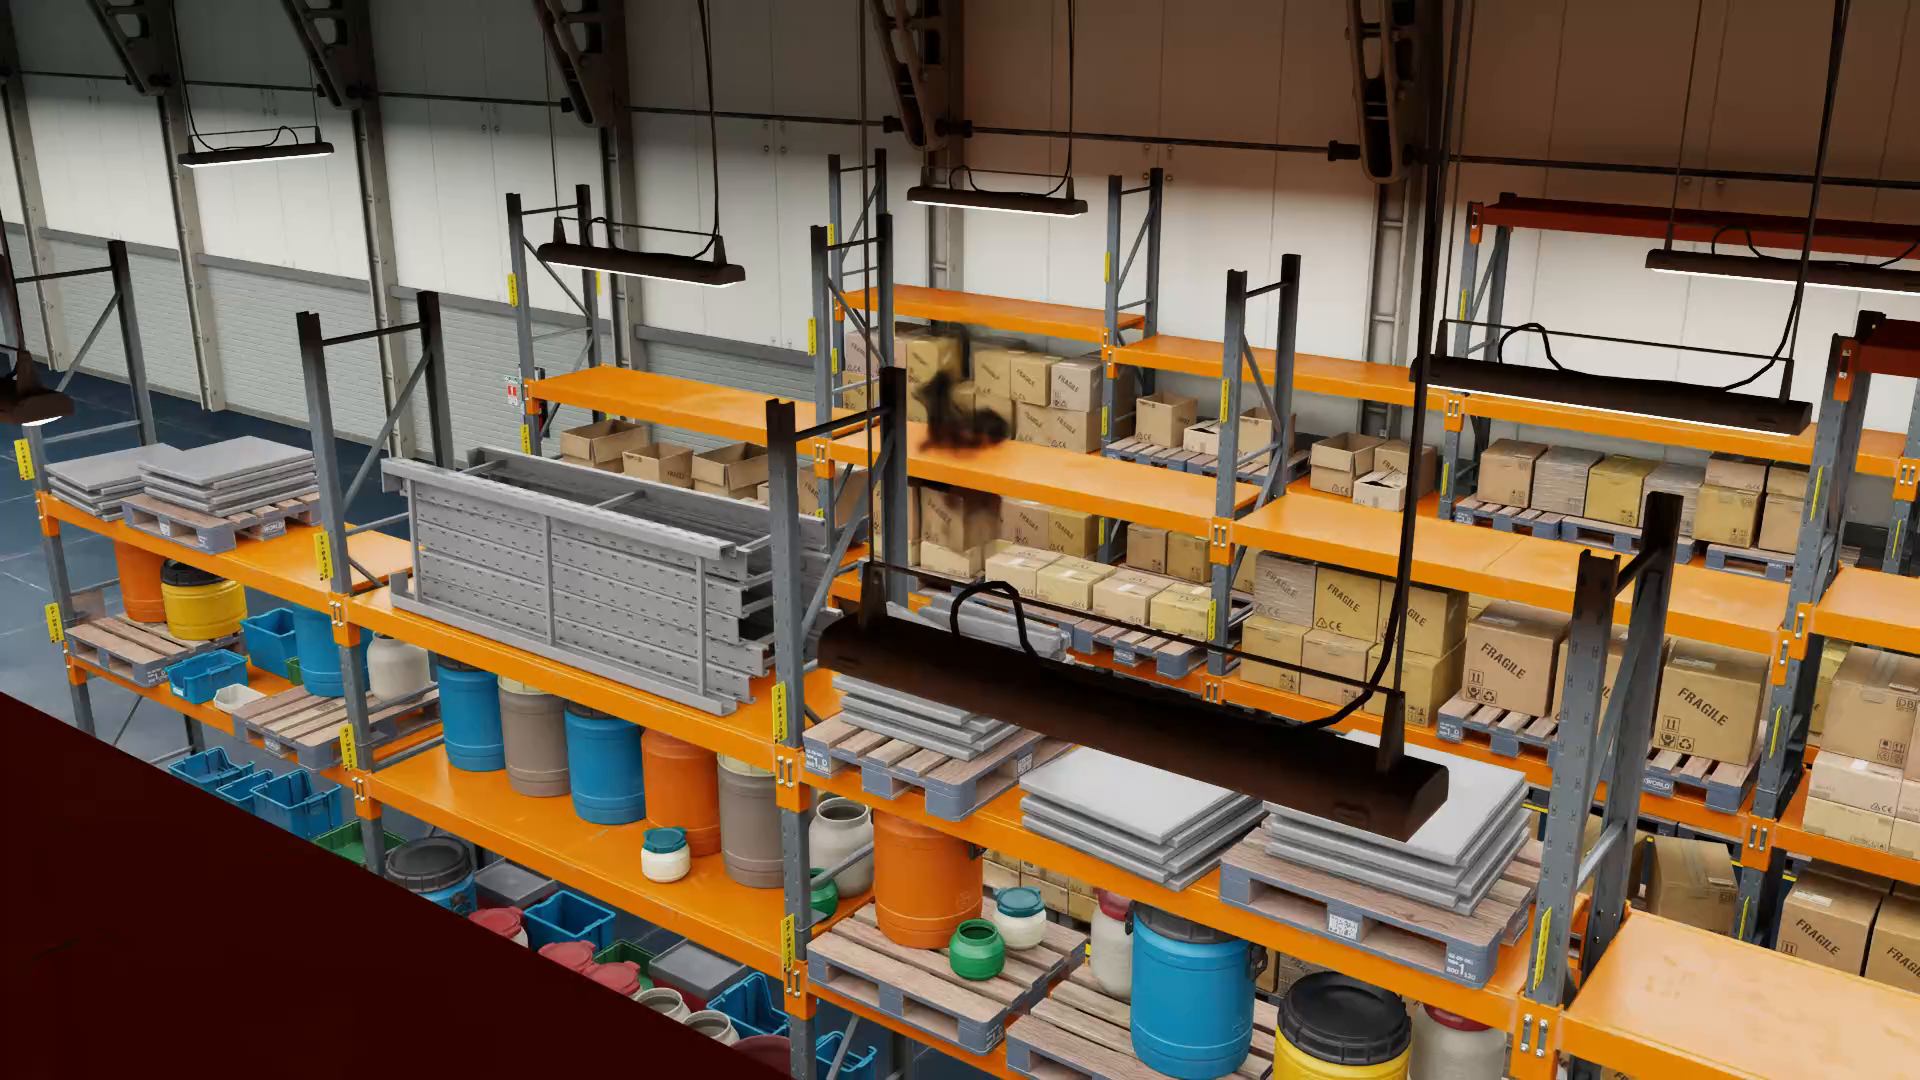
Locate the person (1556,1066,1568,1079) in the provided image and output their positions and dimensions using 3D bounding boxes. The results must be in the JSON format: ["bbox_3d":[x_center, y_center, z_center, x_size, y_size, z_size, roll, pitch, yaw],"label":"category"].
[{"bbox_3d":[3.679,4.042,10.455,0.711,1.680,0.577,8,20,24],"label":"person"}]
